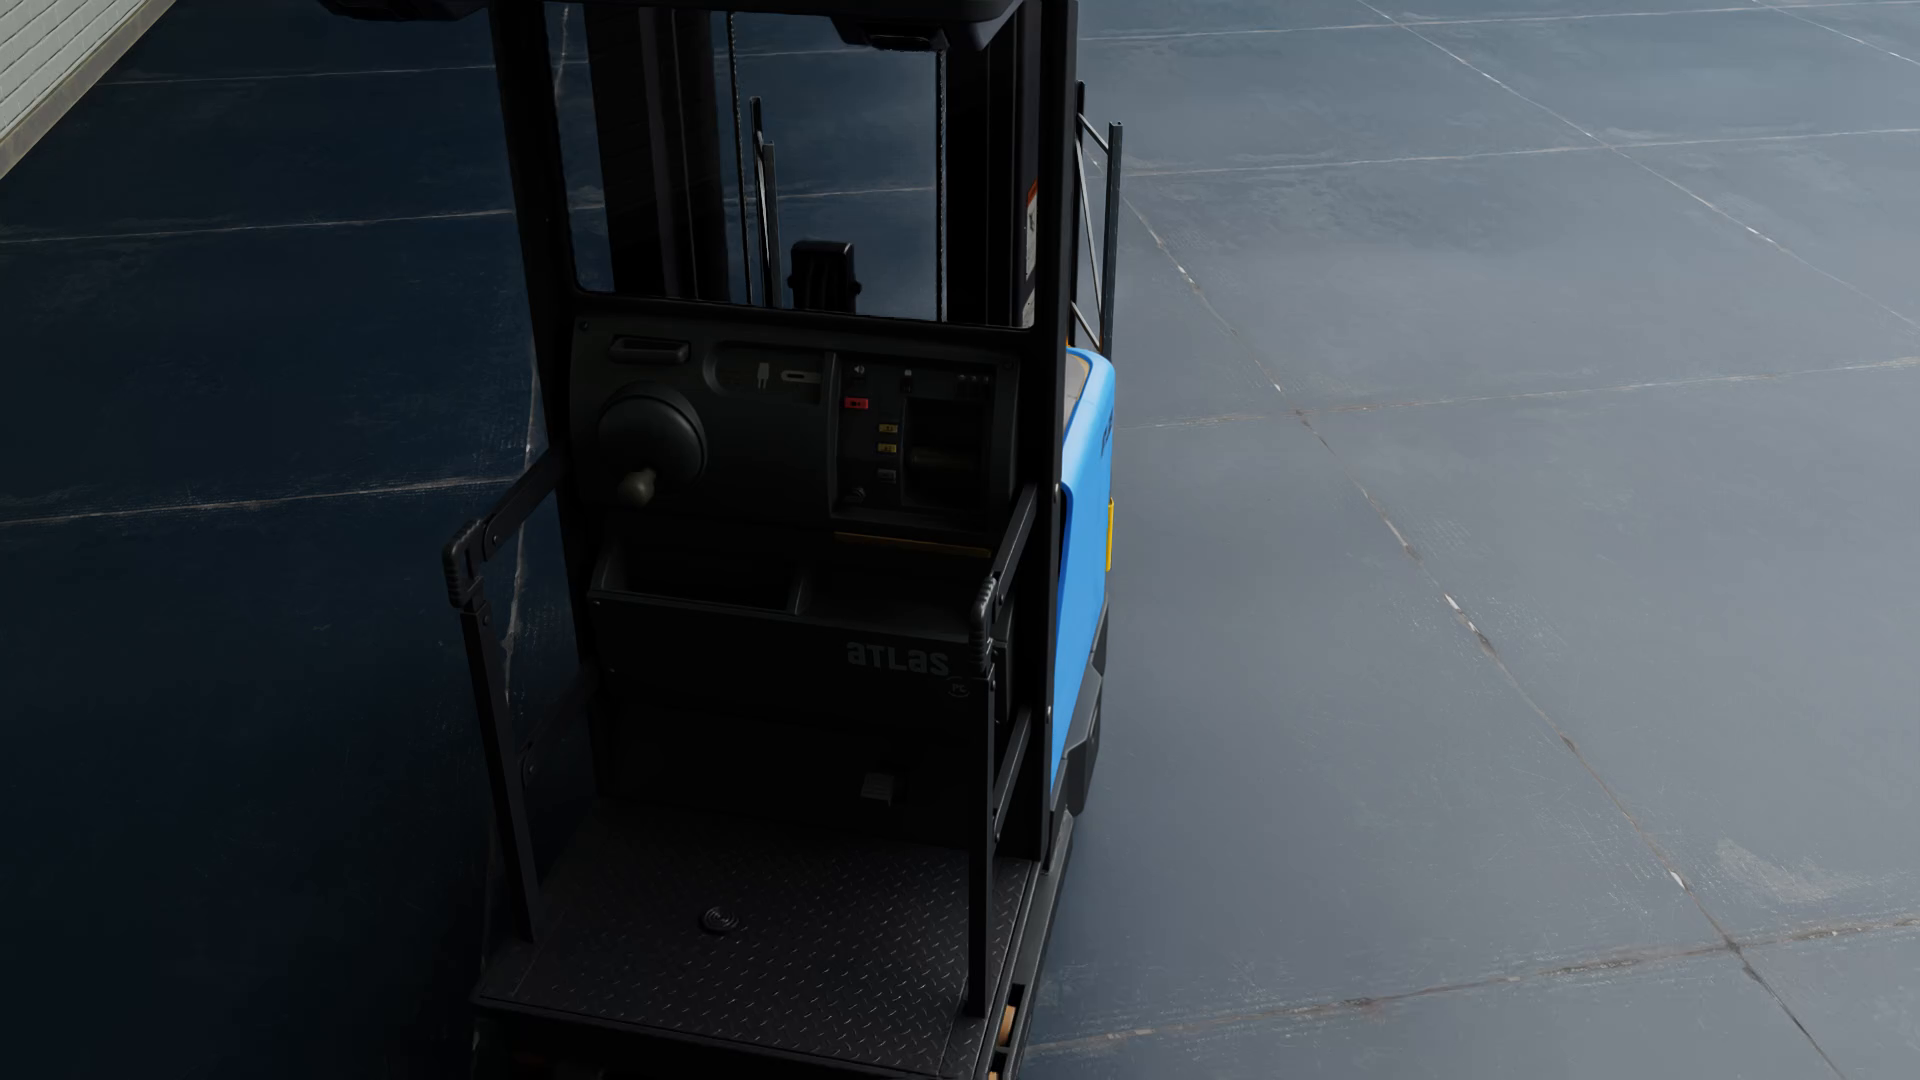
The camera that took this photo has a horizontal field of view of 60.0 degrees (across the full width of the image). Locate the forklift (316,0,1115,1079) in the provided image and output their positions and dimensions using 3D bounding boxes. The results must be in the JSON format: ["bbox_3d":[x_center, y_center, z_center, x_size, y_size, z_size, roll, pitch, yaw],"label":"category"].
[{"bbox_3d":[-0.386,-0.180,3.164,1.130,2.935,3.031,6,31,11],"label":"forklift"}]

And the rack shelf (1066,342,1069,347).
[{"bbox_3d":[-0.084,-0.484,5.448,1.000,0.185,0.538,-5,31,-9],"label":"rack shelf"}]

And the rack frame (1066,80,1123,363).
[{"bbox_3d":[0.416,-0.685,5.436,0.032,1.500,0.500,-5,31,-9],"label":"rack frame"}]

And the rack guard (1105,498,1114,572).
[{"bbox_3d":[0.415,-0.146,5.752,0.087,0.250,0.587,-5,31,-9],"label":"rack guard"}]

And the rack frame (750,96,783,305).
[{"bbox_3d":[-0.584,-0.592,5.278,0.032,1.500,0.500,-5,31,-9],"label":"rack frame"}]

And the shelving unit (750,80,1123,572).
[{"bbox_3d":[-0.075,-0.640,5.358,1.083,1.500,0.587,-5,31,-9],"label":"shelving unit"}]
